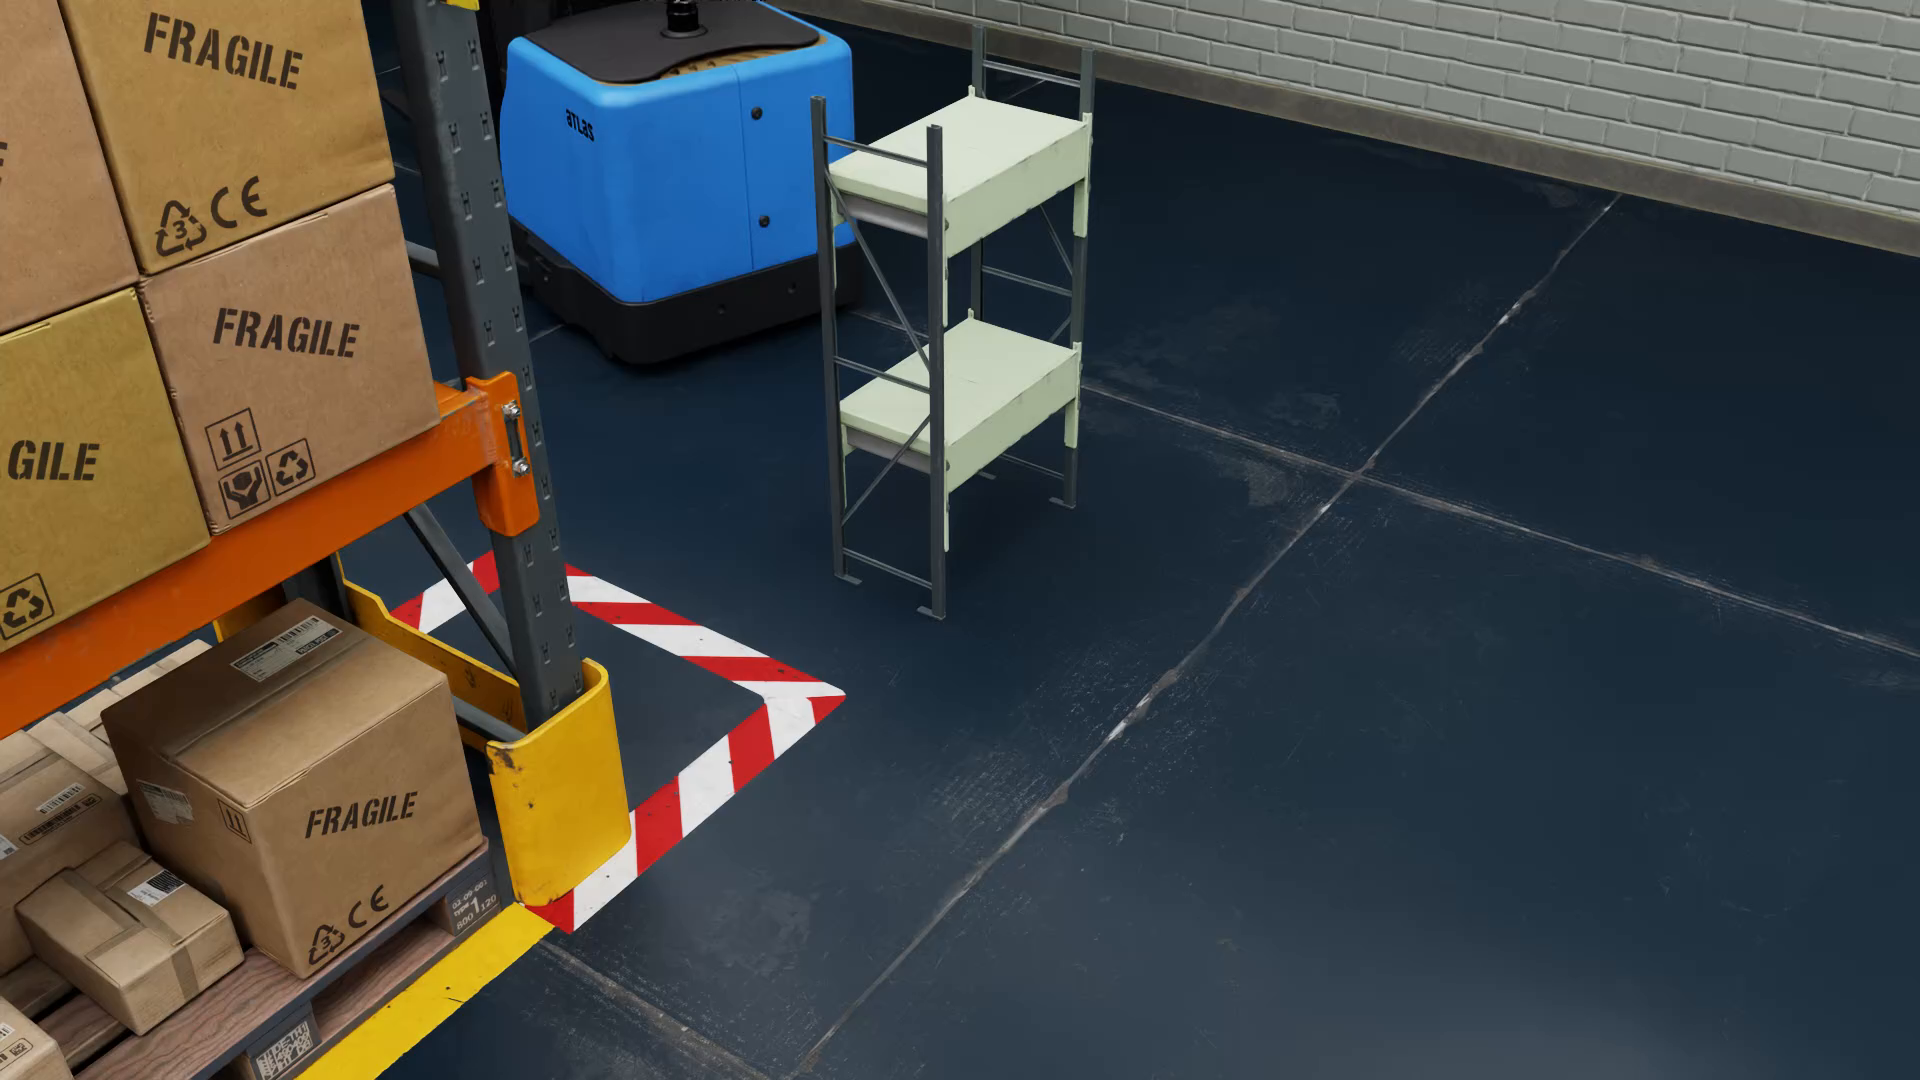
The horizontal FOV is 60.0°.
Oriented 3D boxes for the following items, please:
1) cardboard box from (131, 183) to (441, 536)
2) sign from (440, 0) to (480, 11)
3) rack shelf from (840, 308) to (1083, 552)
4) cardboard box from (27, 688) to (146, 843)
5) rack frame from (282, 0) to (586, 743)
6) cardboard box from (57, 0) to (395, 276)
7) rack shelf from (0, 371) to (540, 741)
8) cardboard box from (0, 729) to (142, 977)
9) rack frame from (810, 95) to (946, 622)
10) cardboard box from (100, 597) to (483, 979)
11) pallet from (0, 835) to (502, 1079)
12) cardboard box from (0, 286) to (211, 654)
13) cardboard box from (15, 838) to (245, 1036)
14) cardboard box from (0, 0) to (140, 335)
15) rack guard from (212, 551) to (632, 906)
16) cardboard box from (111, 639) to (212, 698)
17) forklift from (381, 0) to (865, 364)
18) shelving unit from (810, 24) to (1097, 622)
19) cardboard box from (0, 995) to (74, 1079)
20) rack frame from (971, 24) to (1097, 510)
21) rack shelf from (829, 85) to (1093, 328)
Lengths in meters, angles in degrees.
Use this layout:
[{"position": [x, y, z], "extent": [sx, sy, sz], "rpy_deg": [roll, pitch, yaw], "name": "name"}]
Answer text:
[{"position": [-1.363, -0.404, 3.081], "extent": [0.500, 0.500, 0.500], "rpy_deg": [23, 40, 30], "name": "cardboard box"}, {"position": [-0.886, -1.080, 2.854], "extent": [0.100, 0.325, 0.005], "rpy_deg": [21, 39, 28], "name": "sign"}, {"position": [-0.004, -0.348, 5.008], "extent": [0.431, 0.370, 0.720], "rpy_deg": [21, 39, 28], "name": "rack shelf"}, {"position": [-1.994, 0.533, 3.920], "extent": [0.380, 0.166, 0.250], "rpy_deg": [21, 39, 28], "name": "cardboard box"}, {"position": [-1.331, -0.656, 3.542], "extent": [1.000, 3.000, 0.127], "rpy_deg": [21, 39, 28], "name": "rack frame"}, {"position": [-1.359, -0.819, 2.802], "extent": [0.500, 0.500, 0.500], "rpy_deg": [21, 39, 28], "name": "cardboard box"}, {"position": [-2.471, 0.562, 2.383], "extent": [1.077, 0.370, 4.000], "rpy_deg": [21, 39, 28], "name": "rack shelf"}, {"position": [-2.159, 0.690, 3.613], "extent": [0.500, 0.250, 0.500], "rpy_deg": [21, 39, 28], "name": "cardboard box"}, {"position": [-0.212, -0.450, 4.576], "extent": [0.400, 1.500, 0.023], "rpy_deg": [21, 39, 28], "name": "rack frame"}, {"position": [-1.438, 0.526, 3.633], "extent": [0.500, 0.500, 0.500], "rpy_deg": [21, 39, 28], "name": "cardboard box"}, {"position": [-1.828, 0.901, 3.729], "extent": [1.003, 0.211, 1.213], "rpy_deg": [21, 39, 28], "name": "pallet"}, {"position": [-1.655, -0.165, 2.726], "extent": [0.500, 0.500, 0.500], "rpy_deg": [22, 40, 29], "name": "cardboard box"}, {"position": [-1.743, 0.822, 3.493], "extent": [0.380, 0.166, 0.250], "rpy_deg": [21, 39, 28], "name": "cardboard box"}, {"position": [-1.646, -0.586, 2.457], "extent": [0.500, 0.500, 0.500], "rpy_deg": [22, 40, 29], "name": "cardboard box"}, {"position": [-1.374, 0.414, 4.191], "extent": [1.175, 0.500, 0.348], "rpy_deg": [21, 39, 28], "name": "rack guard"}, {"position": [-1.852, 0.426, 4.095], "extent": [0.380, 0.149, 0.250], "rpy_deg": [21, 39, 28], "name": "cardboard box"}, {"position": [-1.649, -2.630, 6.523], "extent": [1.130, 2.935, 3.031], "rpy_deg": [-22, 40, -29], "name": "forklift"}, {"position": [-0.004, -0.618, 4.825], "extent": [0.431, 1.500, 0.755], "rpy_deg": [21, 39, 28], "name": "shelving unit"}, {"position": [-2.005, 1.057, 3.071], "extent": [0.500, 0.250, 0.500], "rpy_deg": [21, 39, 28], "name": "cardboard box"}, {"position": [0.205, -0.787, 5.074], "extent": [0.400, 1.500, 0.023], "rpy_deg": [21, 39, 28], "name": "rack frame"}, {"position": [-0.004, -0.941, 4.607], "extent": [0.431, 0.370, 0.720], "rpy_deg": [21, 39, 28], "name": "rack shelf"}]
